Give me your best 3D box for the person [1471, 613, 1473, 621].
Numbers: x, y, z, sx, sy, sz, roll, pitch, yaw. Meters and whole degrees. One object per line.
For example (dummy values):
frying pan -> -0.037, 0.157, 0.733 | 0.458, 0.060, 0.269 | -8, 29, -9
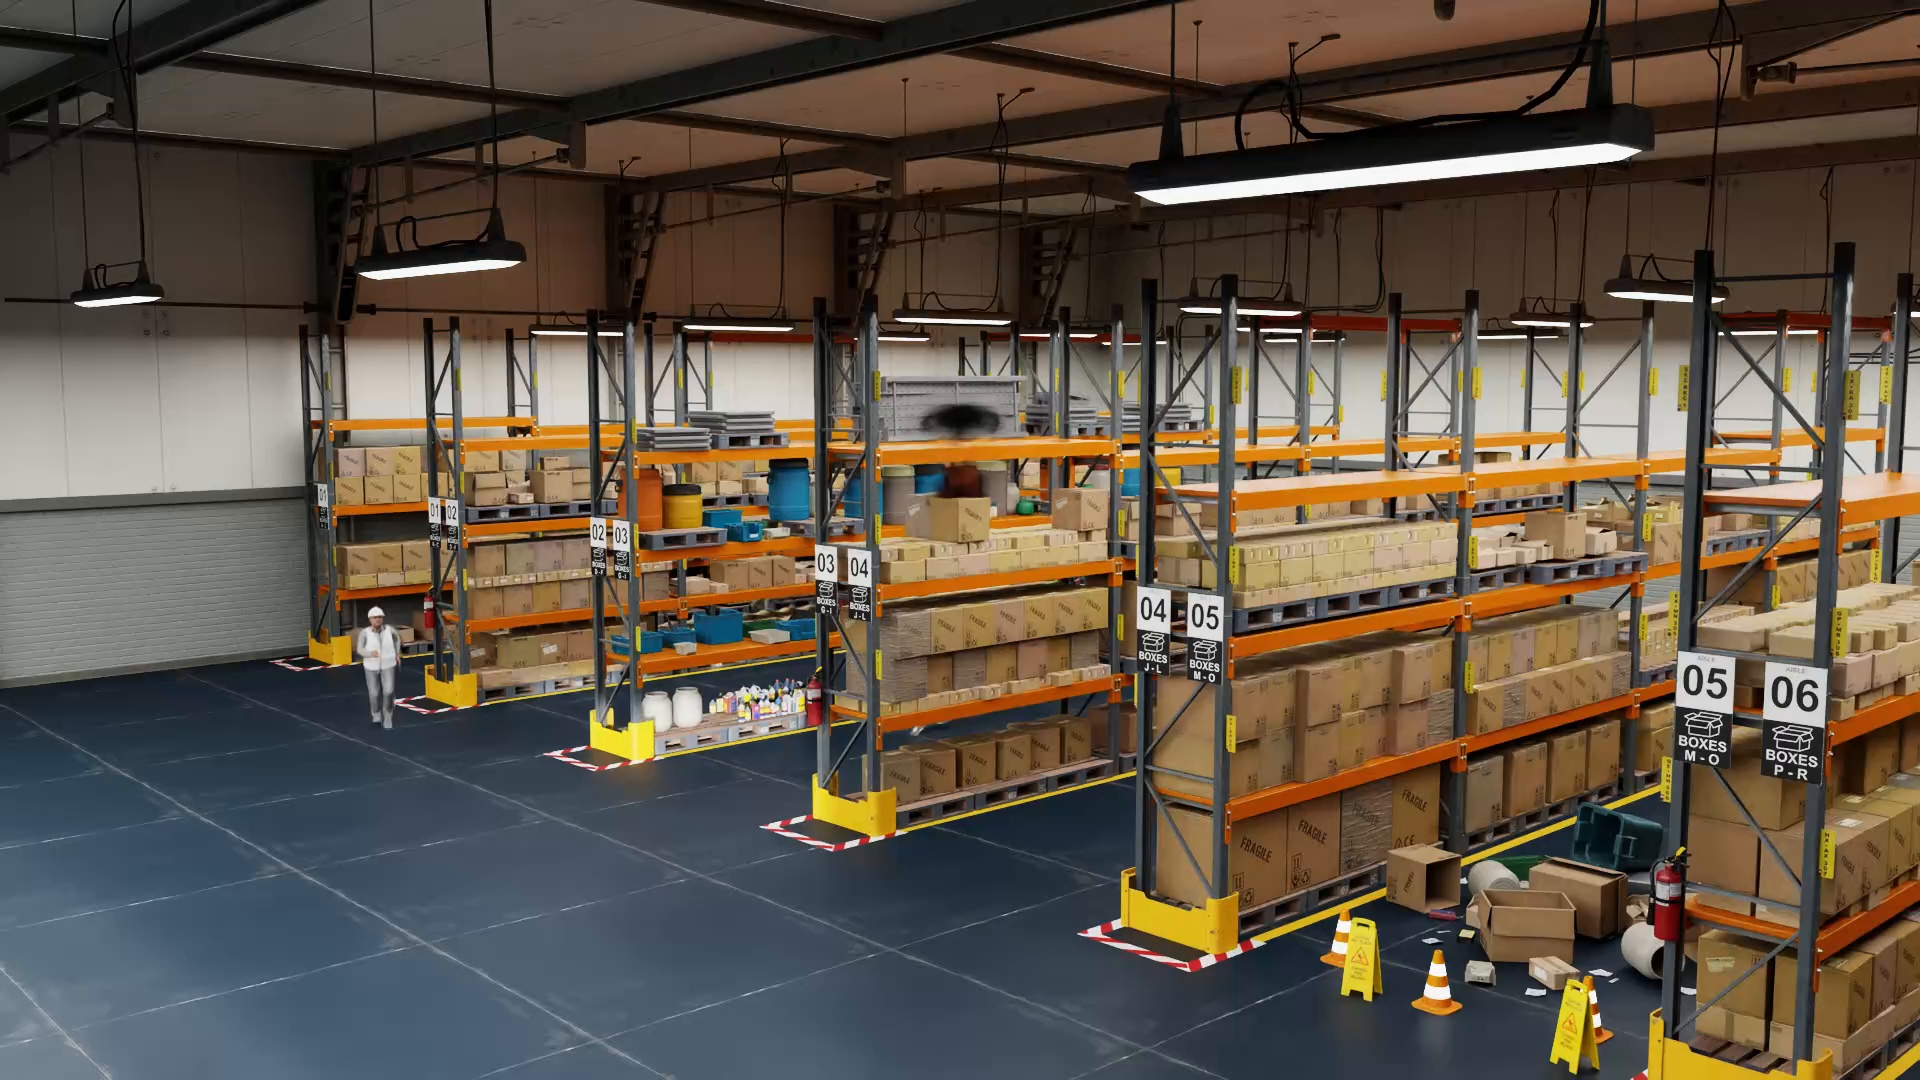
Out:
person -> 7.541, 1.863, 24.778 | 0.565, 1.700, 0.729 | 6, 8, 45

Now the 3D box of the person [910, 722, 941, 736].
person -> -0.445, 1.974, 23.861 | 0.543, 1.625, 0.722 | 5, 8, 41

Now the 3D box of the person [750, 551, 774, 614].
person -> -3.879, 1.015, 32.939 | 0.644, 1.647, 0.582 | -5, 8, -43

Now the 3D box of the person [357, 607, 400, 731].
person -> -8.396, 1.862, 24.061 | 0.609, 1.805, 0.814 | -2, 6, -21
